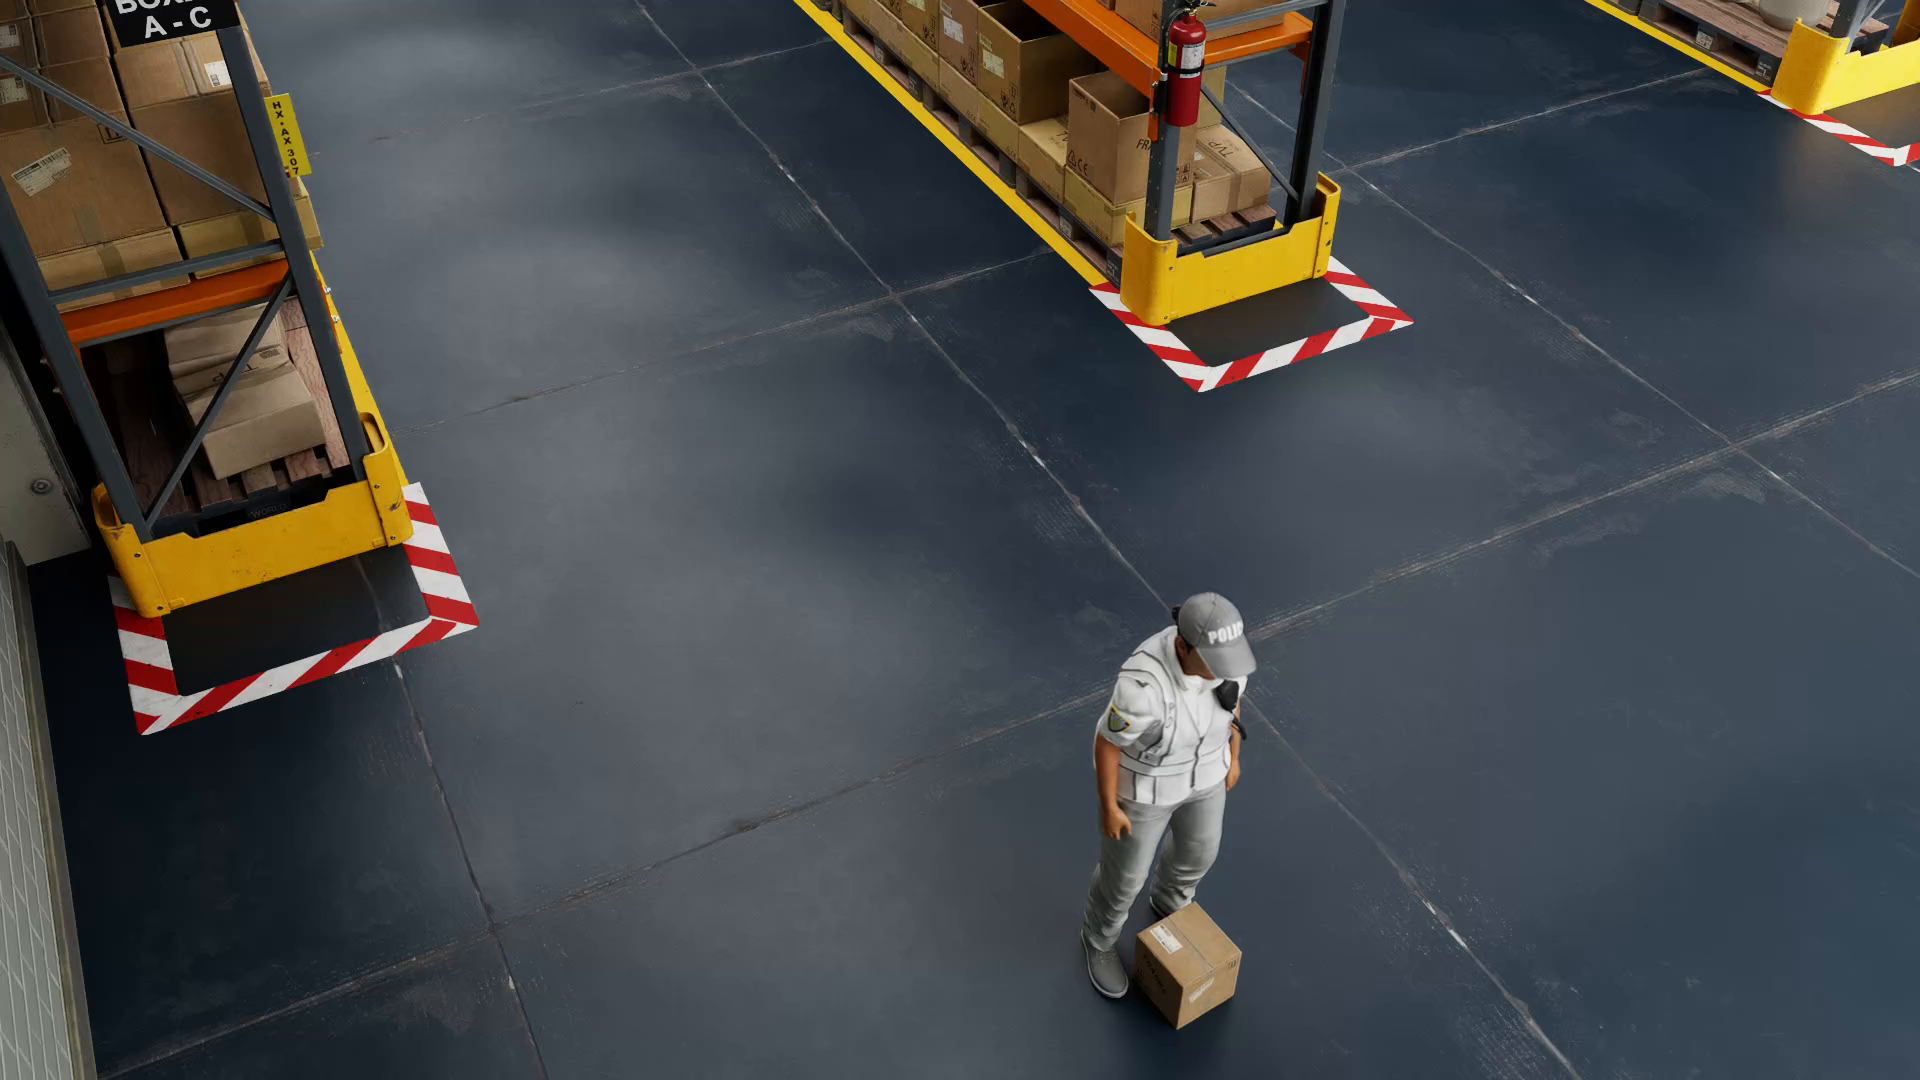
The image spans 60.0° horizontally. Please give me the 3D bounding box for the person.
[{"bbox_3d":[0.663,0.775,5.279,0.549,1.666,0.473,-20,45,-21],"label":"person"}]
